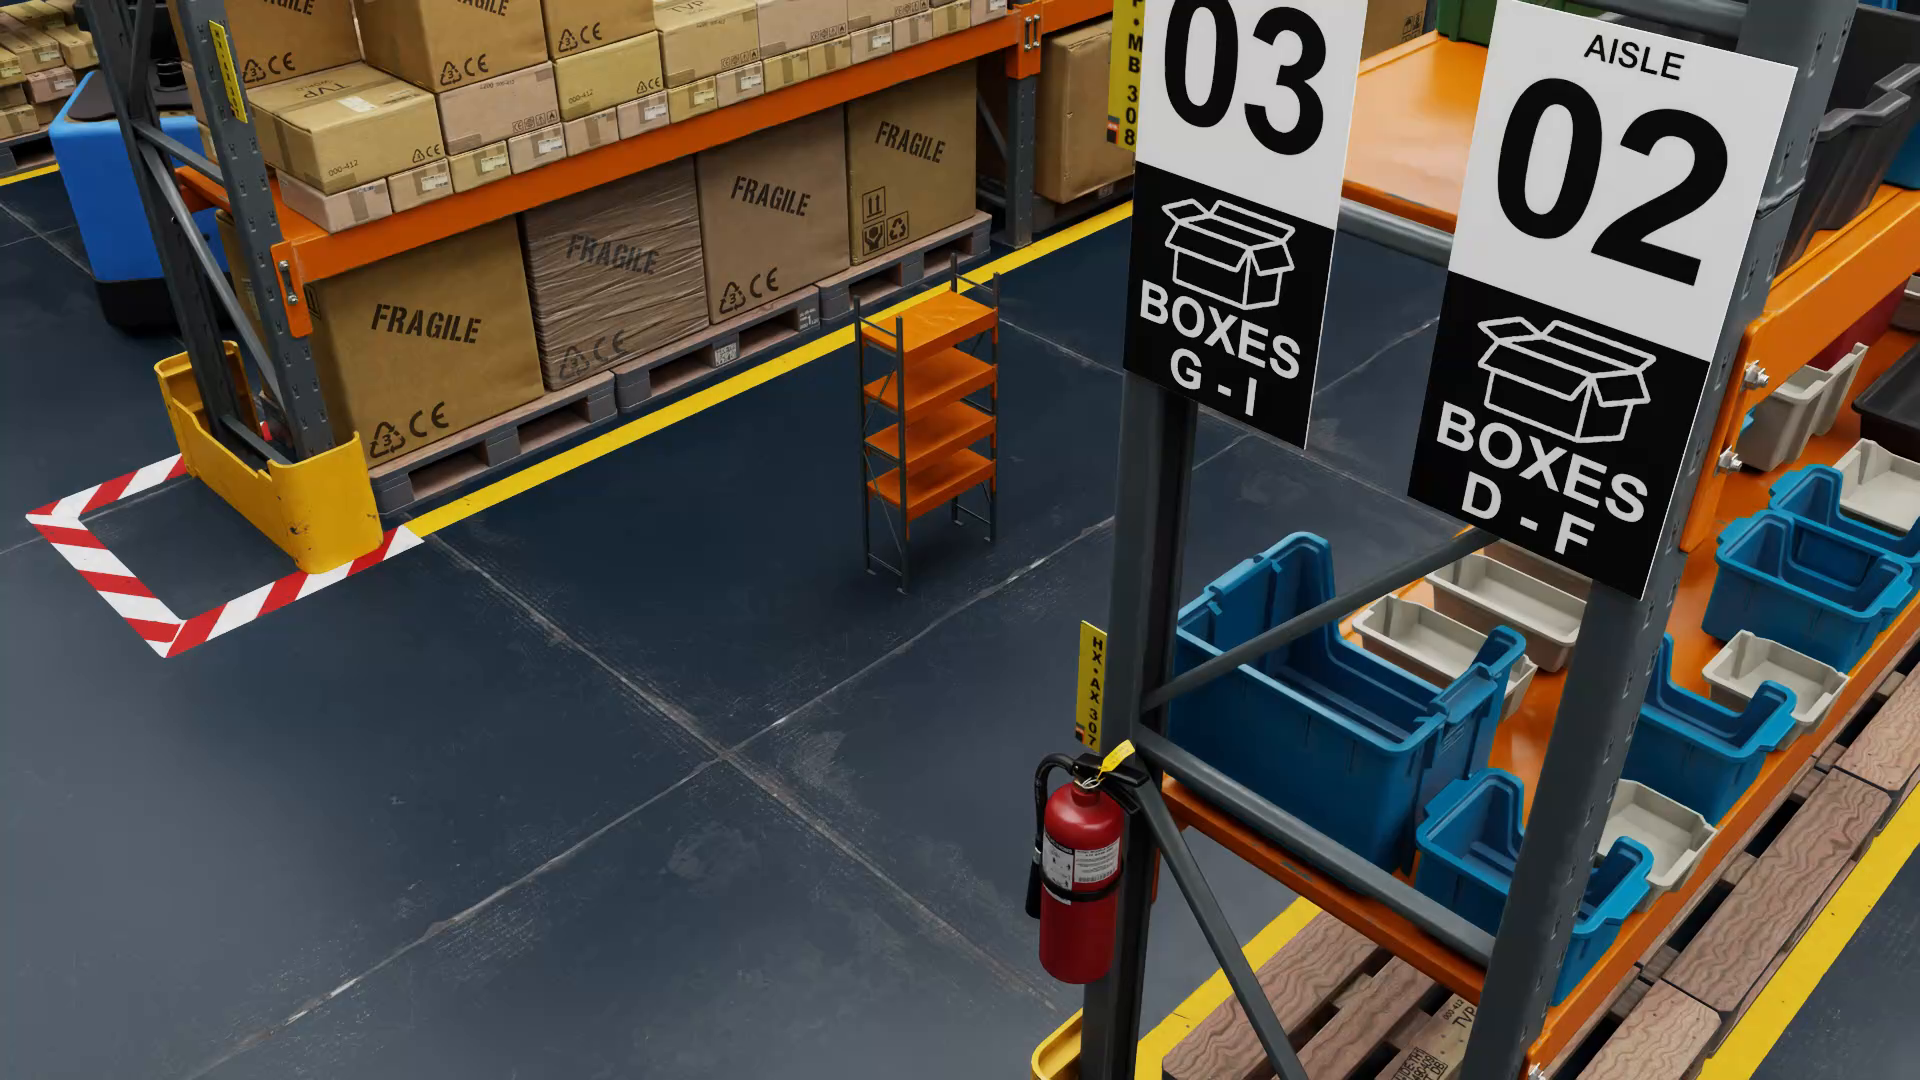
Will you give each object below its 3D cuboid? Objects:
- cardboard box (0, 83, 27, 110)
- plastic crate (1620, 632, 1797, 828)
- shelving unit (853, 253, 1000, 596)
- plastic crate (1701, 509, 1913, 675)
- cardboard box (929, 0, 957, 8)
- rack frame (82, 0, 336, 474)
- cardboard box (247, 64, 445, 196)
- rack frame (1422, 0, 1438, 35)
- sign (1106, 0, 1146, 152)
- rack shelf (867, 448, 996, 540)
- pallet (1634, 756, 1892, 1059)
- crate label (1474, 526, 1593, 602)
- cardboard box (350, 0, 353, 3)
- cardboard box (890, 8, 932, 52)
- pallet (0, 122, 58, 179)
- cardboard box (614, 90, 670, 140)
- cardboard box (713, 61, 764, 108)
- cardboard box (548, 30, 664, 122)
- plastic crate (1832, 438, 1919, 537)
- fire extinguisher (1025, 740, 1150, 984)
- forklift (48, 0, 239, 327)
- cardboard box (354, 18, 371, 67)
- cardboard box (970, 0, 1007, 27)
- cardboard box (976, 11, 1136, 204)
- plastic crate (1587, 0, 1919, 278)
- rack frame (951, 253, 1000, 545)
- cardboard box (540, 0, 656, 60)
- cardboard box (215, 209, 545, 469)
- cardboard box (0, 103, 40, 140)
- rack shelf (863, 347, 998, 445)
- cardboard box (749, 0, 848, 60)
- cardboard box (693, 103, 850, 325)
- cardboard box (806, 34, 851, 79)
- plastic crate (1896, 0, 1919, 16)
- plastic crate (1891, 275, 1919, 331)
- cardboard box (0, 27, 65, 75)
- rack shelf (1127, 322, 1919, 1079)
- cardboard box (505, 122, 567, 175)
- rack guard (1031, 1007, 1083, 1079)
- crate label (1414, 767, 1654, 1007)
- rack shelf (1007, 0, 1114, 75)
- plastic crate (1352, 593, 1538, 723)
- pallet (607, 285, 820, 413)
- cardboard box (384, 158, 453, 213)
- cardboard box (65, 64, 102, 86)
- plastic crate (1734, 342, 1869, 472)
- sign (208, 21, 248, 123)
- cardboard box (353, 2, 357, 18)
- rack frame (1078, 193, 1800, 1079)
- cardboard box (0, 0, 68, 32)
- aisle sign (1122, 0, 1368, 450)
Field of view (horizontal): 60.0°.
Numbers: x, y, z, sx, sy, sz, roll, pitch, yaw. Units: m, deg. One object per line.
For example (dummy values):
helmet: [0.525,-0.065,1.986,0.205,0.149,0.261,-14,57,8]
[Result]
cardboard box: [-5.721,-2.668,9.818,0.250,0.149,0.380,-28,44,-34]
plastic crate: [1.562,0.412,3.631,0.416,0.233,0.300,30,45,35]
shelving unit: [-0.117,-0.425,6.310,0.258,1.200,0.503,30,45,35]
plastic crate: [2.026,0.145,4.014,0.416,0.233,0.300,30,45,35]
cardboard box: [-0.130,-2.793,8.003,0.500,0.250,0.500,29,44,35]
rack frame: [-2.824,-1.393,6.126,1.000,3.000,0.127,30,45,35]
cardboard box: [-2.294,-1.540,6.207,0.500,0.250,0.500,28,44,34]
rack frame: [2.813,-4.641,10.782,1.000,3.000,0.127,30,45,35]
sign: [0.289,-0.800,2.744,0.100,0.325,0.005,30,45,35]
rack shelf: [-0.117,-0.207,6.462,0.258,0.148,0.480,30,45,35]
pallet: [2.159,0.935,5.225,1.003,0.211,1.213,30,45,35]
crate label: [1.530,0.048,4.238,0.396,0.136,0.243,30,45,35]
cardboard box: [-4.206,-3.610,10.909,0.380,0.149,0.250,27,43,33]
cardboard box: [-0.350,-2.450,7.860,0.380,0.149,0.250,29,44,35]
pallet: [-5.621,-2.636,10.345,1.003,0.211,1.213,30,45,35]
cardboard box: [-1.435,-1.824,6.963,0.380,0.149,0.250,29,44,35]
cardboard box: [-1.073,-2.034,7.263,0.250,0.149,0.380,-29,44,-35]
cardboard box: [-1.576,-1.956,6.804,0.500,0.250,0.500,28,44,34]
plastic crate: [2.496,-0.109,4.463,0.293,0.136,0.466,30,45,35]
fire extinguisher: [0.262,0.666,3.567,0.296,0.674,0.183,30,45,35]
forklift: [-3.946,-3.080,8.604,1.130,2.935,3.031,-6,35,-9]
cardboard box: [-2.313,-1.963,6.814,0.500,0.250,0.500,29,44,35]
cardboard box: [0.012,-2.658,8.159,0.250,0.149,0.380,-30,45,-35]
cardboard box: [0.431,-2.586,9.326,1.225,0.875,0.875,30,45,35]
plastic crate: [1.160,-0.618,2.506,0.497,0.269,0.590,30,45,35]
rack frame: [0.055,-0.524,6.452,0.240,1.200,0.015,30,45,35]
cardboard box: [-1.581,-2.263,6.588,0.500,0.500,0.500,28,44,34]
cardboard box: [-2.430,-0.986,7.032,0.875,0.875,0.875,30,45,35]
cardboard box: [-5.676,-2.520,9.866,0.250,0.149,0.380,-29,44,-35]
rack shelf: [-0.117,-0.553,6.221,0.258,0.148,0.480,30,45,35]
cardboard box: [-0.853,-2.374,7.403,0.500,0.250,0.500,-29,44,-35]
cardboard box: [-1.162,-1.717,8.080,0.875,0.875,0.875,30,45,35]
cardboard box: [-0.713,-2.240,7.560,0.250,0.149,0.380,-29,44,-35]
plastic crate: [1.962,-1.111,3.154,0.504,0.338,0.767,30,45,35]
plastic crate: [3.080,-0.806,5.462,0.396,0.136,0.243,30,45,35]
cardboard box: [-5.553,-2.917,9.915,0.250,0.149,0.380,-29,44,-35]
rack shelf: [2.100,0.086,4.633,1.077,0.370,4.000,30,45,35]
cardboard box: [-1.797,-1.617,6.665,0.380,0.149,0.250,29,44,35]
rack guard: [0.683,1.643,3.957,1.175,0.500,0.348,30,45,35]
crate label: [1.099,0.679,3.248,0.416,0.233,0.303,30,45,35]
rack shelf: [1.403,-3.534,9.824,1.077,0.370,4.000,30,45,35]
plastic crate: [1.137,0.282,3.901,0.396,0.136,0.243,30,45,35]
pallet: [-1.457,-1.099,8.141,1.003,0.211,1.213,30,45,35]
cardboard box: [-2.160,-1.406,6.364,0.380,0.149,0.250,29,44,35]
cardboard box: [-5.379,-2.891,10.138,0.250,0.149,0.380,-29,44,-35]
plastic crate: [2.303,-0.451,4.826,0.437,0.282,0.530,30,45,35]
sign: [-2.434,-1.555,5.531,0.100,0.325,0.005,30,45,35]
cardboard box: [-4.055,-3.633,11.202,0.250,0.149,0.380,-29,44,-35]
rack frame: [0.691,0.603,3.263,1.000,3.000,0.127,30,45,35]
cardboard box: [-5.769,-3.233,10.368,0.380,0.149,0.250,29,44,34]
aisle sign: [0.432,-0.552,2.647,0.394,0.787,0.004,30,45,35]
